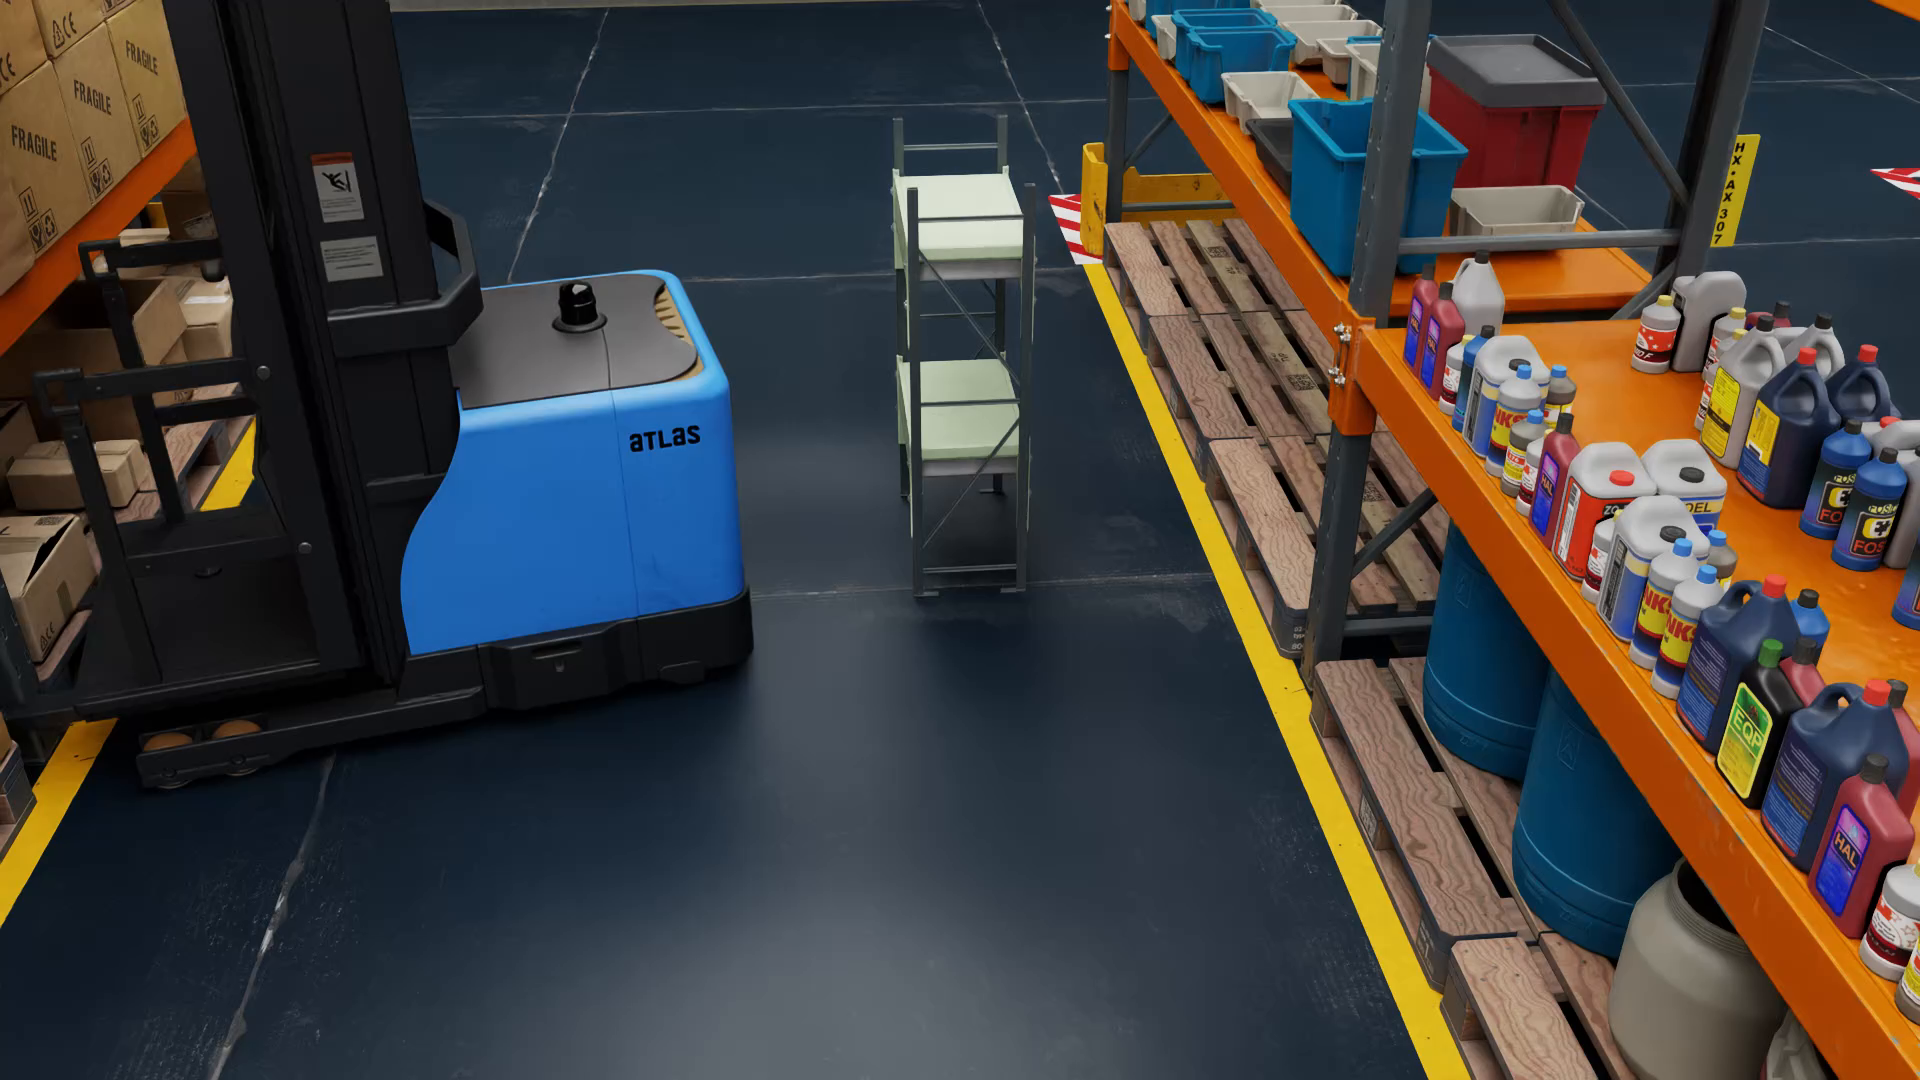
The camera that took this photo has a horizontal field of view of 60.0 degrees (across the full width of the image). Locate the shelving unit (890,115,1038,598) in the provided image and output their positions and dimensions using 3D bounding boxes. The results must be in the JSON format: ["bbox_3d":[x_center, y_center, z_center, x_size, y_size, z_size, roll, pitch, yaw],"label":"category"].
[{"bbox_3d":[0.001,-0.640,5.860,0.431,1.500,0.755,-3,31,-5],"label":"shelving unit"}]

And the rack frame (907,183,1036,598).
[{"bbox_3d":[0.035,-0.454,5.547,0.400,1.500,0.023,-3,31,-5],"label":"rack frame"}]

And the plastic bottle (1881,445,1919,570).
[{"bbox_3d":[2.081,-0.089,3.595,0.152,0.276,0.135,-3,31,-5],"label":"plastic bottle"}]

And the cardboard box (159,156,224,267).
[{"bbox_3d":[-3.381,-1.498,7.841,0.500,0.500,0.500,-3,31,-5],"label":"cardboard box"}]

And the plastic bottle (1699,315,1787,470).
[{"bbox_3d":[1.897,-0.359,3.974,0.144,0.351,0.185,-3,31,-5],"label":"plastic bottle"}]

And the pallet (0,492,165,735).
[{"bbox_3d":[-3.366,0.241,5.641,1.003,0.211,1.213,-3,31,-5],"label":"pallet"}]

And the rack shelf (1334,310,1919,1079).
[{"bbox_3d":[1.816,0.489,3.208,1.077,0.370,4.000,-3,31,-5],"label":"rack shelf"}]

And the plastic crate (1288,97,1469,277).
[{"bbox_3d":[1.246,-1.082,5.093,0.392,0.384,0.575,-3,31,-5],"label":"plastic crate"}]

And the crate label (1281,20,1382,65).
[{"bbox_3d":[1.575,-2.098,7.037,0.396,0.136,0.243,-3,31,-5],"label":"crate label"}]

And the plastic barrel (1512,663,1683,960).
[{"bbox_3d":[1.729,0.520,4.092,0.600,0.901,0.708,-3,31,-5],"label":"plastic barrel"}]

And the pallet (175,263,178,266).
[{"bbox_3d":[-3.594,-1.005,7.726,1.003,0.211,1.213,-3,31,-5],"label":"pallet"}]

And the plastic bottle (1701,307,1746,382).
[{"bbox_3d":[2.026,-0.512,4.376,0.097,0.201,0.097,0,31,0],"label":"plastic bottle"}]

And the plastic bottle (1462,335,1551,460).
[{"bbox_3d":[1.327,-0.346,4.026,0.152,0.276,0.135,-3,31,-5],"label":"plastic bottle"}]

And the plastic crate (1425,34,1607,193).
[{"bbox_3d":[1.795,-1.362,5.484,0.402,0.464,0.583,-3,31,-5],"label":"plastic crate"}]

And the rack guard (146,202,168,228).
[{"bbox_3d":[-3.670,-1.536,8.334,1.175,0.500,0.348,-3,31,-5],"label":"rack guard"}]

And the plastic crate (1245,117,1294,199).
[{"bbox_3d":[1.257,-1.307,5.723,0.437,0.125,0.590,-3,31,-5],"label":"plastic crate"}]

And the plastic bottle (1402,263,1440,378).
[{"bbox_3d":[1.238,-0.583,4.415,0.061,0.283,0.133,-3,31,-5],"label":"plastic bottle"}]

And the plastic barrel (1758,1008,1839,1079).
[{"bbox_3d":[1.834,1.231,3.207,0.600,0.588,0.708,-3,31,-5],"label":"plastic barrel"}]

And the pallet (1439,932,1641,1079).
[{"bbox_3d":[1.777,1.376,3.740,1.003,0.211,1.213,-3,31,-5],"label":"pallet"}]

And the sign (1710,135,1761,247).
[{"bbox_3d":[2.177,-0.985,4.704,0.100,0.325,0.005,-3,31,-5],"label":"sign"}]

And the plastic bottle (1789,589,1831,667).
[{"bbox_3d":[1.546,0.213,3.094,0.097,0.271,0.097,0,31,0],"label":"plastic bottle"}]

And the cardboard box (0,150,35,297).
[{"bbox_3d":[-3.080,-0.922,4.771,0.500,0.500,0.500,-2,31,-3],"label":"cardboard box"}]

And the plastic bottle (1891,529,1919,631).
[{"bbox_3d":[1.980,0.047,3.372,0.097,0.271,0.097,0,31,0],"label":"plastic bottle"}]

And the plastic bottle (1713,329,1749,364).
[{"bbox_3d":[1.977,-0.441,4.257,0.097,0.201,0.097,0,31,0],"label":"plastic bottle"}]

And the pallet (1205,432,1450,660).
[{"bbox_3d":[1.521,-0.017,6.073,1.003,0.211,1.213,-3,31,-5],"label":"pallet"}]

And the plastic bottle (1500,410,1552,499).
[{"bbox_3d":[1.320,-0.204,3.860,0.097,0.201,0.097,0,31,0],"label":"plastic bottle"}]

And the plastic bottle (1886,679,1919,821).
[{"bbox_3d":[1.559,0.380,2.802,0.061,0.283,0.133,-3,31,-5],"label":"plastic bottle"}]

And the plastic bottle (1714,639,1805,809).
[{"bbox_3d":[1.403,0.319,2.904,0.061,0.283,0.133,-3,31,-5],"label":"plastic bottle"}]

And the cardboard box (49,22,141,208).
[{"bbox_3d":[-3.175,-1.439,5.636,0.500,0.500,0.500,-3,31,-5],"label":"cardboard box"}]

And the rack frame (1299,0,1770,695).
[{"bbox_3d":[1.629,-0.841,4.733,1.000,3.000,0.127,-3,31,-5],"label":"rack frame"}]

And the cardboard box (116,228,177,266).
[{"bbox_3d":[-3.980,-1.382,7.990,0.380,0.149,0.250,-3,31,-5],"label":"cardboard box"}]

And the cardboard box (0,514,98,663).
[{"bbox_3d":[-3.127,0.135,5.291,0.500,0.311,0.500,-3,31,-5],"label":"cardboard box"}]

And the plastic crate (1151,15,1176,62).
[{"bbox_3d":[0.961,-2.140,7.106,0.250,0.136,0.298,-3,31,-5],"label":"plastic crate"}]

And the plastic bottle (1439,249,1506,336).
[{"bbox_3d":[1.343,-0.604,4.384,0.144,0.351,0.185,-3,31,-5],"label":"plastic bottle"}]

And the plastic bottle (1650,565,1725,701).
[{"bbox_3d":[1.394,0.170,3.165,0.097,0.271,0.097,0,31,0],"label":"plastic bottle"}]

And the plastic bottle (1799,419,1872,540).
[{"bbox_3d":[1.946,-0.141,3.686,0.097,0.271,0.097,0,31,0],"label":"plastic bottle"}]

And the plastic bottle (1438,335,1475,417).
[{"bbox_3d":[1.280,-0.422,4.225,0.097,0.201,0.097,0,31,0],"label":"plastic bottle"}]

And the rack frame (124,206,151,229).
[{"bbox_3d":[-3.677,-2.648,7.758,1.000,3.000,0.127,-3,31,-5],"label":"rack frame"}]

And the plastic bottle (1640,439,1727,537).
[{"bbox_3d":[1.531,-0.068,3.559,0.152,0.276,0.135,-3,31,-5],"label":"plastic bottle"}]

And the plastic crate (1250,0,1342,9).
[{"bbox_3d":[1.511,-2.388,7.522,0.396,0.136,0.243,-3,31,-5],"label":"plastic crate"}]

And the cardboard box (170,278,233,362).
[{"bbox_3d":[-3.322,-0.904,7.091,0.500,0.250,0.500,-3,31,-5],"label":"cardboard box"}]

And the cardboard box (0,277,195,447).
[{"bbox_3d":[-3.484,-0.682,6.471,0.797,0.503,0.637,-3,31,-5],"label":"cardboard box"}]

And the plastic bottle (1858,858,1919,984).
[{"bbox_3d":[1.462,0.575,2.556,0.097,0.201,0.097,0,31,0],"label":"plastic bottle"}]

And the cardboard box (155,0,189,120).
[{"bbox_3d":[-3.271,-1.955,6.501,0.500,0.500,0.500,-3,31,-4],"label":"cardboard box"}]

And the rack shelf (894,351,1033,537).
[{"bbox_3d":[0.001,-0.361,6.027,0.431,0.370,0.720,-3,31,-5],"label":"rack shelf"}]

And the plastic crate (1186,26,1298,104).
[{"bbox_3d":[1.101,-1.870,6.560,0.416,0.233,0.300,-3,31,-5],"label":"plastic crate"}]

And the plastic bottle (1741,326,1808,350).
[{"bbox_3d":[2.022,-0.415,4.141,0.152,0.276,0.135,-3,31,-5],"label":"plastic bottle"}]

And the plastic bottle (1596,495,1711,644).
[{"bbox_3d":[1.401,0.058,3.349,0.152,0.276,0.135,-3,31,-5],"label":"plastic bottle"}]

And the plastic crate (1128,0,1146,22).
[{"bbox_3d":[0.898,-2.486,7.686,0.250,0.136,0.298,-3,31,-5],"label":"plastic crate"}]

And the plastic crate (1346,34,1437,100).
[{"bbox_3d":[1.702,-1.801,6.444,0.416,0.233,0.300,-3,31,-5],"label":"plastic crate"}]

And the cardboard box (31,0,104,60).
[{"bbox_3d":[-3.163,-1.858,5.362,0.500,0.500,0.500,-4,31,-6],"label":"cardboard box"}]

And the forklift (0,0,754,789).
[{"bbox_3d":[-2.259,-0.816,4.758,3.031,2.935,1.130,-10,32,-16],"label":"forklift"}]

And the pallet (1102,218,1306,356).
[{"bbox_3d":[1.293,-1.263,8.159,1.003,0.211,1.213,-3,31,-5],"label":"pallet"}]

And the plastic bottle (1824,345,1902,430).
[{"bbox_3d":[2.058,-0.272,3.828,0.144,0.351,0.185,-3,31,-5],"label":"plastic bottle"}]

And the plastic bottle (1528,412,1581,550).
[{"bbox_3d":[1.321,-0.130,3.656,0.061,0.283,0.133,-3,31,-5],"label":"plastic bottle"}]
